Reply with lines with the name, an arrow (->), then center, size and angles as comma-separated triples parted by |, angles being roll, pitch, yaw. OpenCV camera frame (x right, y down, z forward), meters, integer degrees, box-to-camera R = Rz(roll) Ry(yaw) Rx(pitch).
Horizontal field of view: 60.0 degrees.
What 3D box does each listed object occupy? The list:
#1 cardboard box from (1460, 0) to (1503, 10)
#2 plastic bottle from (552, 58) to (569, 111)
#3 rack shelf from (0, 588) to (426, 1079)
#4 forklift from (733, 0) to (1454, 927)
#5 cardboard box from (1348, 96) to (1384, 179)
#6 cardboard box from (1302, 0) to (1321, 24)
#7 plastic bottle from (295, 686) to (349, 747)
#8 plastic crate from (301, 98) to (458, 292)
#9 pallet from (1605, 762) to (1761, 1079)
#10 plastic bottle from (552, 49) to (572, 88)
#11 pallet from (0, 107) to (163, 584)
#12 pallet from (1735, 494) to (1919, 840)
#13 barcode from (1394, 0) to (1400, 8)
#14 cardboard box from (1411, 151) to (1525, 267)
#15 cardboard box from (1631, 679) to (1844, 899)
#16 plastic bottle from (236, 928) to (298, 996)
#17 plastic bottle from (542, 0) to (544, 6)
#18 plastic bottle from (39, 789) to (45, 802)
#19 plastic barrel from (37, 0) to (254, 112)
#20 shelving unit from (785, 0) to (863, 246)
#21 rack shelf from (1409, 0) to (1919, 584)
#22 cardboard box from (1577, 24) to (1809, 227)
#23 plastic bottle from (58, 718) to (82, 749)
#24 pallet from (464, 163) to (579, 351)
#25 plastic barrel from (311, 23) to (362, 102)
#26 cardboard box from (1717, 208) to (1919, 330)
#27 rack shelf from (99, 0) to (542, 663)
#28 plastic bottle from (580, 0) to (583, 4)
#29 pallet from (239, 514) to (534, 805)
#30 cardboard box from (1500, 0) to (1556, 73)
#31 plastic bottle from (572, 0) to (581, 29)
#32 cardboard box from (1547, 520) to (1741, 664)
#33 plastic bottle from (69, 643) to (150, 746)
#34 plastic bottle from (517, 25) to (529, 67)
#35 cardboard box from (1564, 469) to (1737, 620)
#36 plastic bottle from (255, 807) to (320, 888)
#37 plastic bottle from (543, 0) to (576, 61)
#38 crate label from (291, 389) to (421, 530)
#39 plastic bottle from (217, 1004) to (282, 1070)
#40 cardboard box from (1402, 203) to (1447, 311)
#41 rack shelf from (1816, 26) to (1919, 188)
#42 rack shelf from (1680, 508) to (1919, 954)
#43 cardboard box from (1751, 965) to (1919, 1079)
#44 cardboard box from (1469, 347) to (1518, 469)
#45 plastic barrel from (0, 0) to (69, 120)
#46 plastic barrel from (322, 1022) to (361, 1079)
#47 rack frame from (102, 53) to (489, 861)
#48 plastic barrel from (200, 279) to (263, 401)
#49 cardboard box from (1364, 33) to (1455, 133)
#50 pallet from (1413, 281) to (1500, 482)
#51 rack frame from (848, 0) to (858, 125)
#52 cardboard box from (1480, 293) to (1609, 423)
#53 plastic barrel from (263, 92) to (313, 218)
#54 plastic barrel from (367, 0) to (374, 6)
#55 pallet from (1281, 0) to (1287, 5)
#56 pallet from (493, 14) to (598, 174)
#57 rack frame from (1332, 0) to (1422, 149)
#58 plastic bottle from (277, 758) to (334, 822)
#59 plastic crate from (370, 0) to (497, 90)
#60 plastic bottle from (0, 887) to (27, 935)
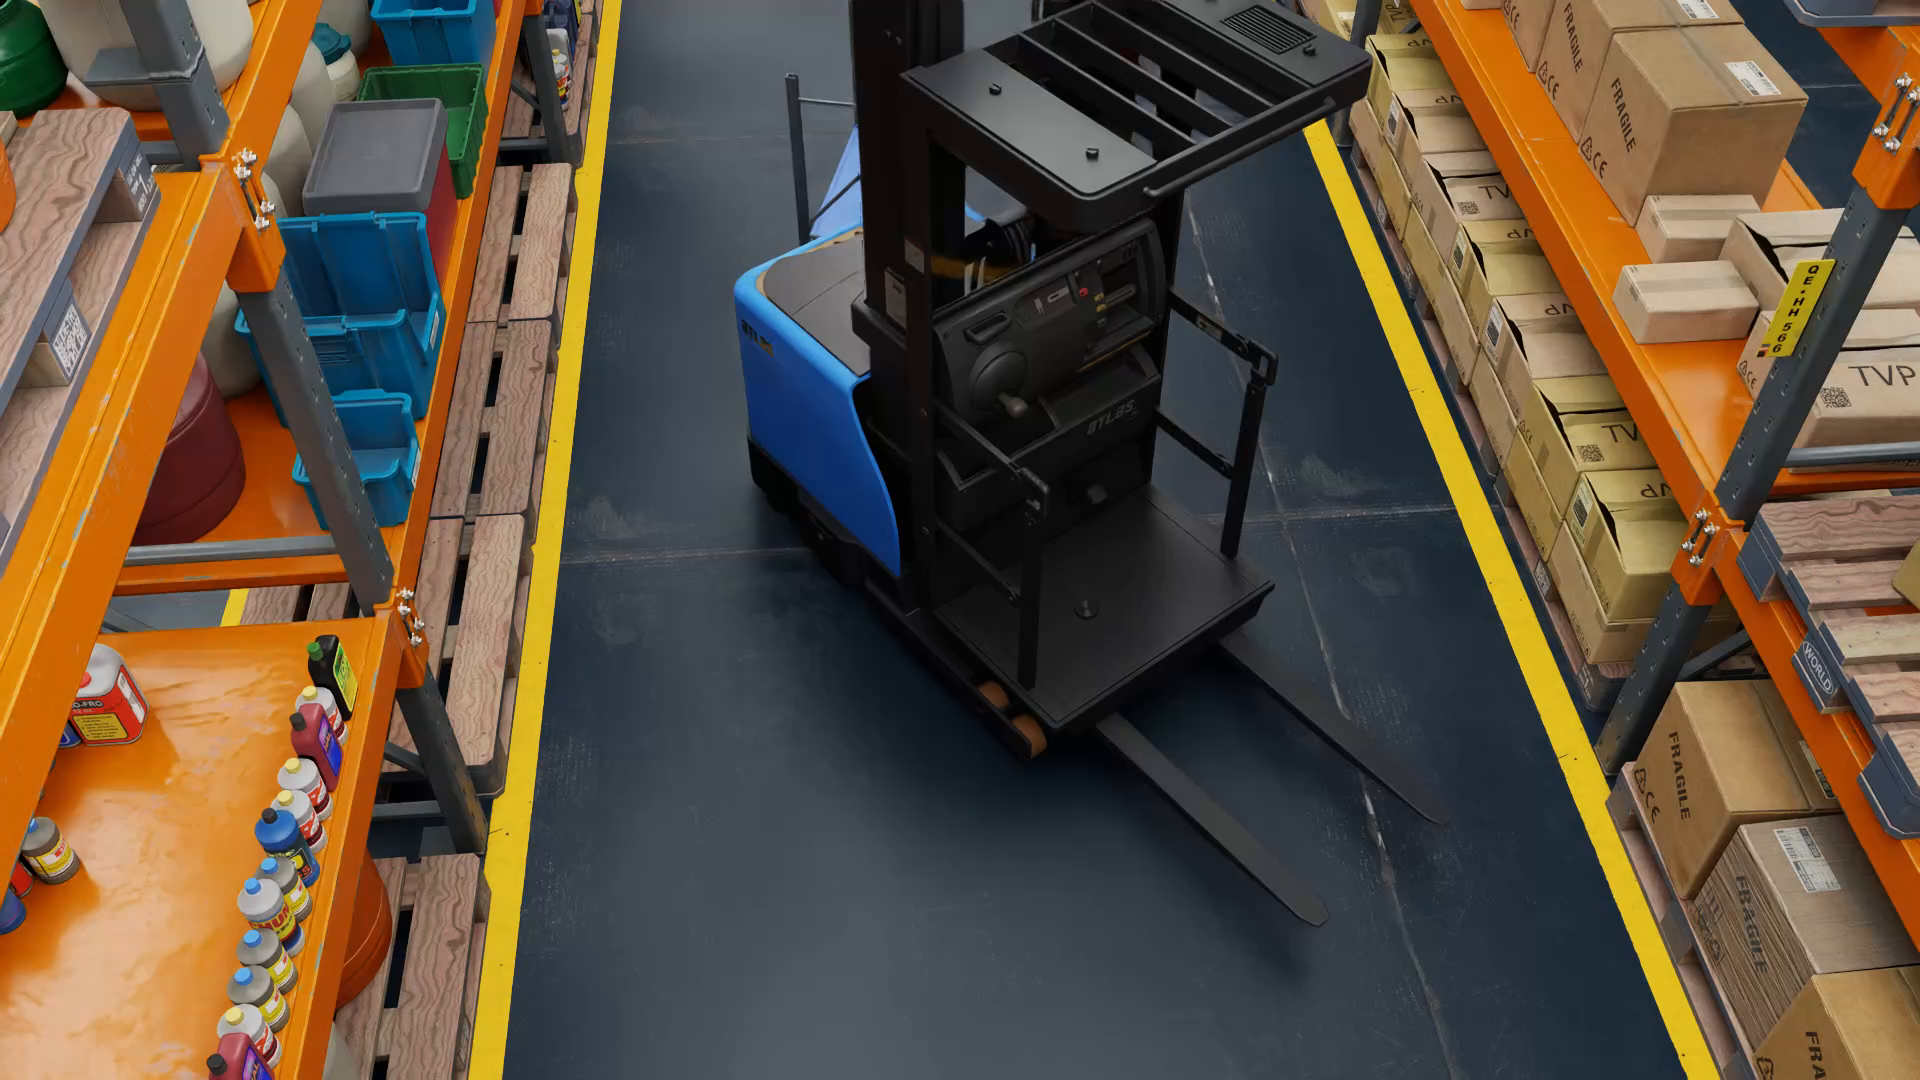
cardboard box -> 2.334, -2.412, 7.141 | 0.380, 0.149, 0.250 | -3, 47, -3
plastic bottle -> -2.063, -2.323, 8.461 | 0.097, 0.271, 0.097 | 0, 47, 0
rack shelf -> -1.971, 1.735, 3.536 | 1.077, 0.370, 4.000 | -3, 47, -3
forklift -> 0.448, -0.633, 5.331 | 1.130, 2.935, 3.031 | -30, 54, -26
cardboard box -> 2.250, -2.043, 8.224 | 0.500, 0.250, 0.500 | -5, 47, -4
cardboard box -> 2.175, -3.035, 9.163 | 0.500, 0.250, 0.500 | -3, 47, -3
plastic bottle -> -1.688, 0.461, 4.385 | 0.097, 0.201, 0.097 | 0, 47, 0
plastic crate -> -1.969, -1.169, 5.747 | 0.402, 0.464, 0.583 | -3, 47, -3
pallet -> 2.823, 1.244, 5.427 | 1.003, 0.211, 1.213 | -3, 47, -3
plastic bottle -> -2.080, -2.446, 8.625 | 0.097, 0.201, 0.097 | 0, 47, 0
pallet -> -2.172, -0.366, 3.095 | 1.003, 0.211, 1.213 | -3, 47, -3
pallet -> 2.925, 0.295, 4.537 | 1.213, 0.211, 1.003 | -3, 47, -3
barcode -> 2.070, -2.563, 7.869 | 0.001, 0.075, 0.075 | -3, 47, -3
cardboard box -> 2.331, -1.492, 7.316 | 0.500, 0.311, 0.500 | -5, 47, -5
cardboard box -> 2.551, 0.798, 5.347 | 0.500, 0.500, 0.500 | -2, 47, -2
plastic bottle -> -1.628, 0.980, 3.893 | 0.097, 0.201, 0.097 | 0, 47, 0
plastic bottle -> -2.324, -3.094, 9.187 | 0.152, 0.276, 0.135 | -3, 47, -3
plastic bottle -> -2.433, 0.598, 4.255 | 0.097, 0.201, 0.097 | 0, 47, 0
plastic barrel -> -1.859, -1.272, 3.746 | 0.421, 0.512, 0.421 | 0, 47, 0
shelving unit -> -0.328, -1.595, 7.228 | 0.538, 1.500, 1.048 | 8, 47, 7
rack shelf -> 2.631, -1.457, 6.559 | 1.077, 0.370, 4.000 | -3, 47, -3
cardboard box -> 2.641, -1.505, 6.040 | 0.500, 0.500, 0.500 | -6, 47, -5
plastic bottle -> -2.424, 0.416, 4.375 | 0.152, 0.276, 0.135 | -3, 47, -3
pallet -> -2.369, -1.328, 7.863 | 1.003, 0.211, 1.213 | -3, 47, -3
plastic barrel -> -2.515, -1.839, 6.521 | 0.301, 0.262, 0.301 | 0, 47, 0
cardboard box -> 2.916, -0.886, 5.584 | 0.500, 0.311, 0.500 | -4, 47, -4
rack shelf -> -2.306, -1.159, 6.277 | 1.077, 0.370, 4.000 | -3, 47, -3
plastic bottle -> -2.178, -3.147, 9.186 | 0.144, 0.351, 0.185 | -4, 47, -4
pallet -> -2.164, 0.437, 6.191 | 1.003, 0.211, 1.213 | -3, 47, -3
cardboard box -> 2.555, -2.248, 6.744 | 0.500, 0.500, 0.500 | 0, 47, 0
plastic bottle -> -2.115, -2.938, 9.034 | 0.061, 0.283, 0.133 | -2, 47, -2
cardboard box -> 2.511, 0.178, 6.120 | 0.500, 0.250, 0.500 | -2, 47, -2
plastic bottle -> -2.272, 0.407, 4.384 | 0.152, 0.276, 0.135 | -3, 47, -3
plastic bottle -> -2.271, -2.694, 8.757 | 0.144, 0.351, 0.185 | -3, 47, -3
cardboard box -> 2.509, -0.013, 5.915 | 0.500, 0.311, 0.500 | -2, 47, -2
plastic bottle -> -1.652, 0.744, 4.068 | 0.097, 0.271, 0.097 | 0, 47, 0
plastic bottle -> -2.127, -2.703, 8.765 | 0.144, 0.351, 0.185 | -2, 47, -2
crate label -> -1.800, -0.229, 5.016 | 0.303, 0.233, 0.416 | -3, 47, -3
plastic bottle -> -1.611, 1.121, 3.760 | 0.097, 0.201, 0.097 | 0, 47, 0
cardboard box -> 2.338, -1.299, 7.519 | 0.500, 0.250, 0.500 | -5, 47, -5
rack shelf -> 2.631, -2.488, 5.470 | 1.077, 0.370, 4.000 | -3, 47, -3
rack shelf -> 2.966, 1.437, 3.819 | 1.077, 0.370, 4.000 | -3, 47, -3
cardboard box -> 2.638, 1.539, 4.645 | 0.500, 0.500, 0.500 | -4, 47, -4
cardboard box -> 2.425, -0.559, 6.818 | 0.500, 0.250, 0.500 | -3, 47, -2
plastic barrel -> -2.210, -1.113, 3.779 | 0.294, 0.245, 0.294 | 0, 47, 0
plastic barrel -> -1.944, 1.508, 4.680 | 0.421, 0.512, 0.421 | 0, 47, 0
rack frame -> -2.138, 0.041, 4.645 | 1.000, 3.000, 0.127 | -3, 47, -3
plastic barrel -> -2.437, -0.729, 5.297 | 0.421, 0.512, 0.421 | 0, 47, 0
cardboard box -> 2.250, -2.229, 8.013 | 0.500, 0.311, 0.500 | -3, 47, -3
pallet -> 2.669, -0.777, 7.341 | 1.003, 0.211, 1.213 | -3, 47, -3
rack frame -> -0.236, -1.958, 7.572 | 0.500, 1.500, 0.032 | 8, 47, 7
cardboard box -> 2.419, -0.754, 6.617 | 0.500, 0.311, 0.500 | -4, 47, -4
plastic barrel -> -2.514, -1.350, 5.869 | 0.433, 0.535, 0.433 | 0, 47, 0
plastic barrel -> -2.743, -2.728, 6.922 | 0.600, 0.901, 0.708 | -3, 47, -3
pallet -> 2.333, -3.655, 10.066 | 1.003, 0.211, 1.213 | -3, 47, -3
pallet -> -2.488, -2.383, 8.861 | 1.003, 0.211, 1.213 | -3, 47, -3
rack frame -> 2.463, -3.151, 7.669 | 1.000, 3.000, 0.127 | -3, 47, -3
plastic bottle -> -1.668, 0.628, 4.227 | 0.097, 0.201, 0.097 | 0, 47, 0
plastic crate -> -2.071, -2.068, 6.654 | 0.392, 0.384, 0.575 | -3, 47, -3
plastic bottle -> -2.342, 0.835, 3.982 | 0.097, 0.271, 0.097 | 0, 47, 0
